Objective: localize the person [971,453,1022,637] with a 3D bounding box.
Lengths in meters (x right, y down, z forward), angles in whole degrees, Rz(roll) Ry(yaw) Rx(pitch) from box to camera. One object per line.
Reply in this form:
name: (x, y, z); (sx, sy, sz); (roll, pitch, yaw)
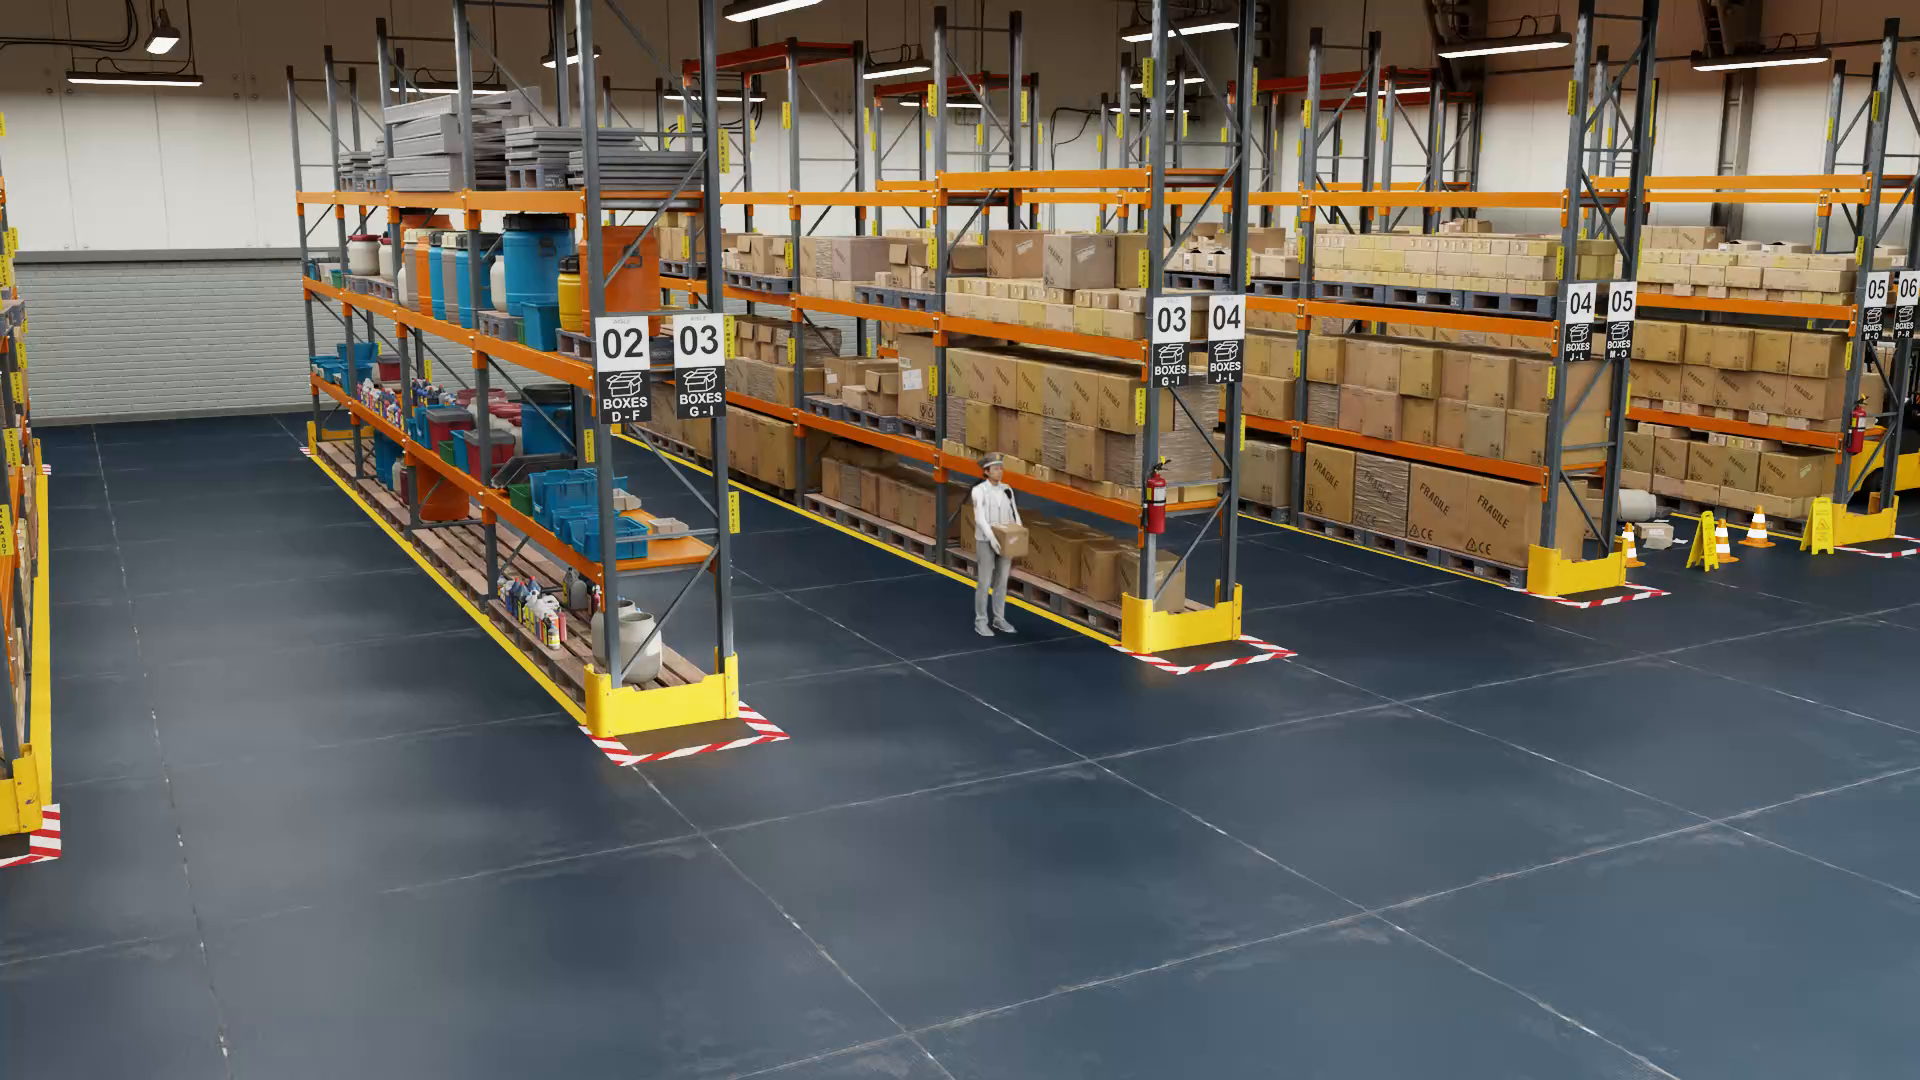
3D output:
person: (0.351, 0.031, 15.709); (0.492, 1.701, 0.535); (-7, 13, -29)
